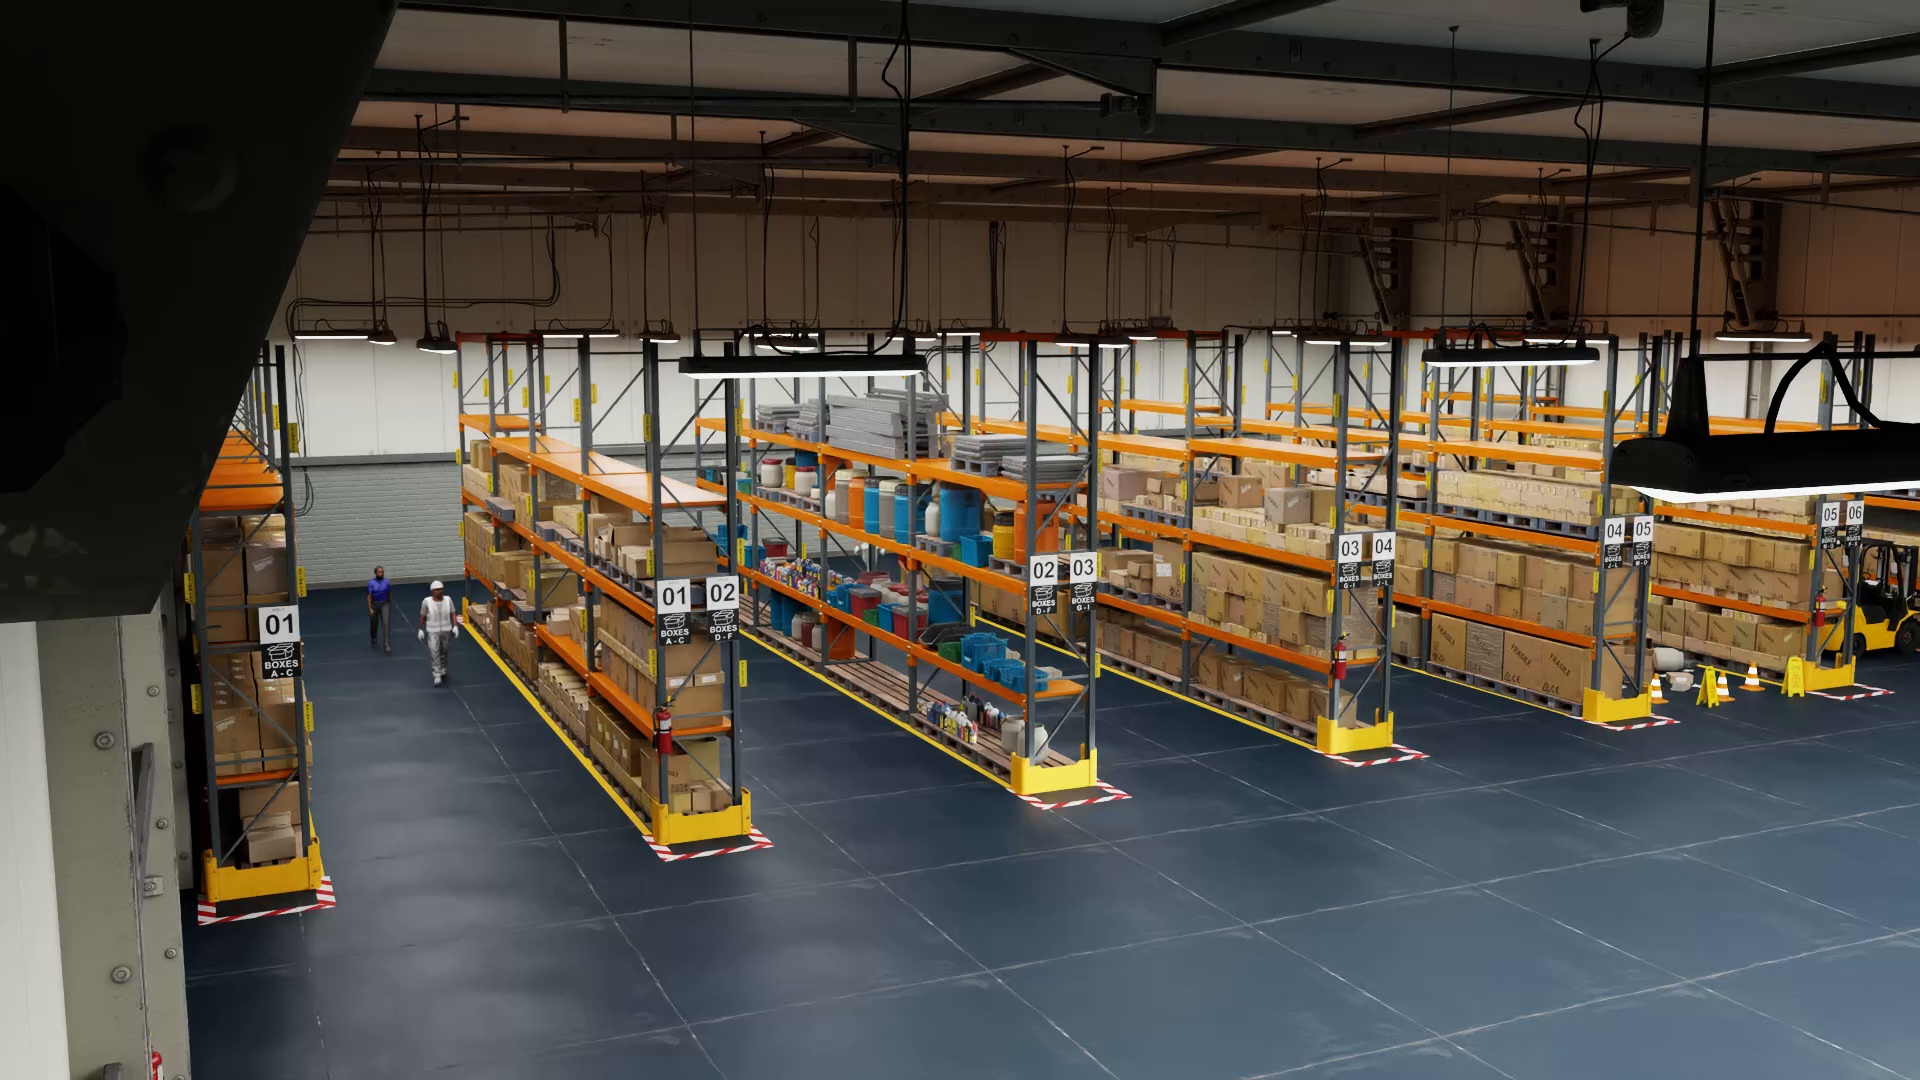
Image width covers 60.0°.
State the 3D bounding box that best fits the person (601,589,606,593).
[{"bbox_3d":[-7.530,0.768,35.555,0.731,1.587,0.660,-2,8,-17],"label":"person"}]

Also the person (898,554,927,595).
[{"bbox_3d":[-1.002,0.730,35.614,0.697,1.636,0.726,-2,8,-14],"label":"person"}]

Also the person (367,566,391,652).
[{"bbox_3d":[-11.019,1.275,31.555,0.443,1.587,1.045,-3,8,-24],"label":"person"}]

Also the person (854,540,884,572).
[{"bbox_3d":[-2.139,0.213,38.897,0.633,1.734,1.026,2,8,13],"label":"person"}]

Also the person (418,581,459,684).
[{"bbox_3d":[-9.023,1.569,28.796,0.634,1.715,1.054,-4,9,-28],"label":"person"}]
